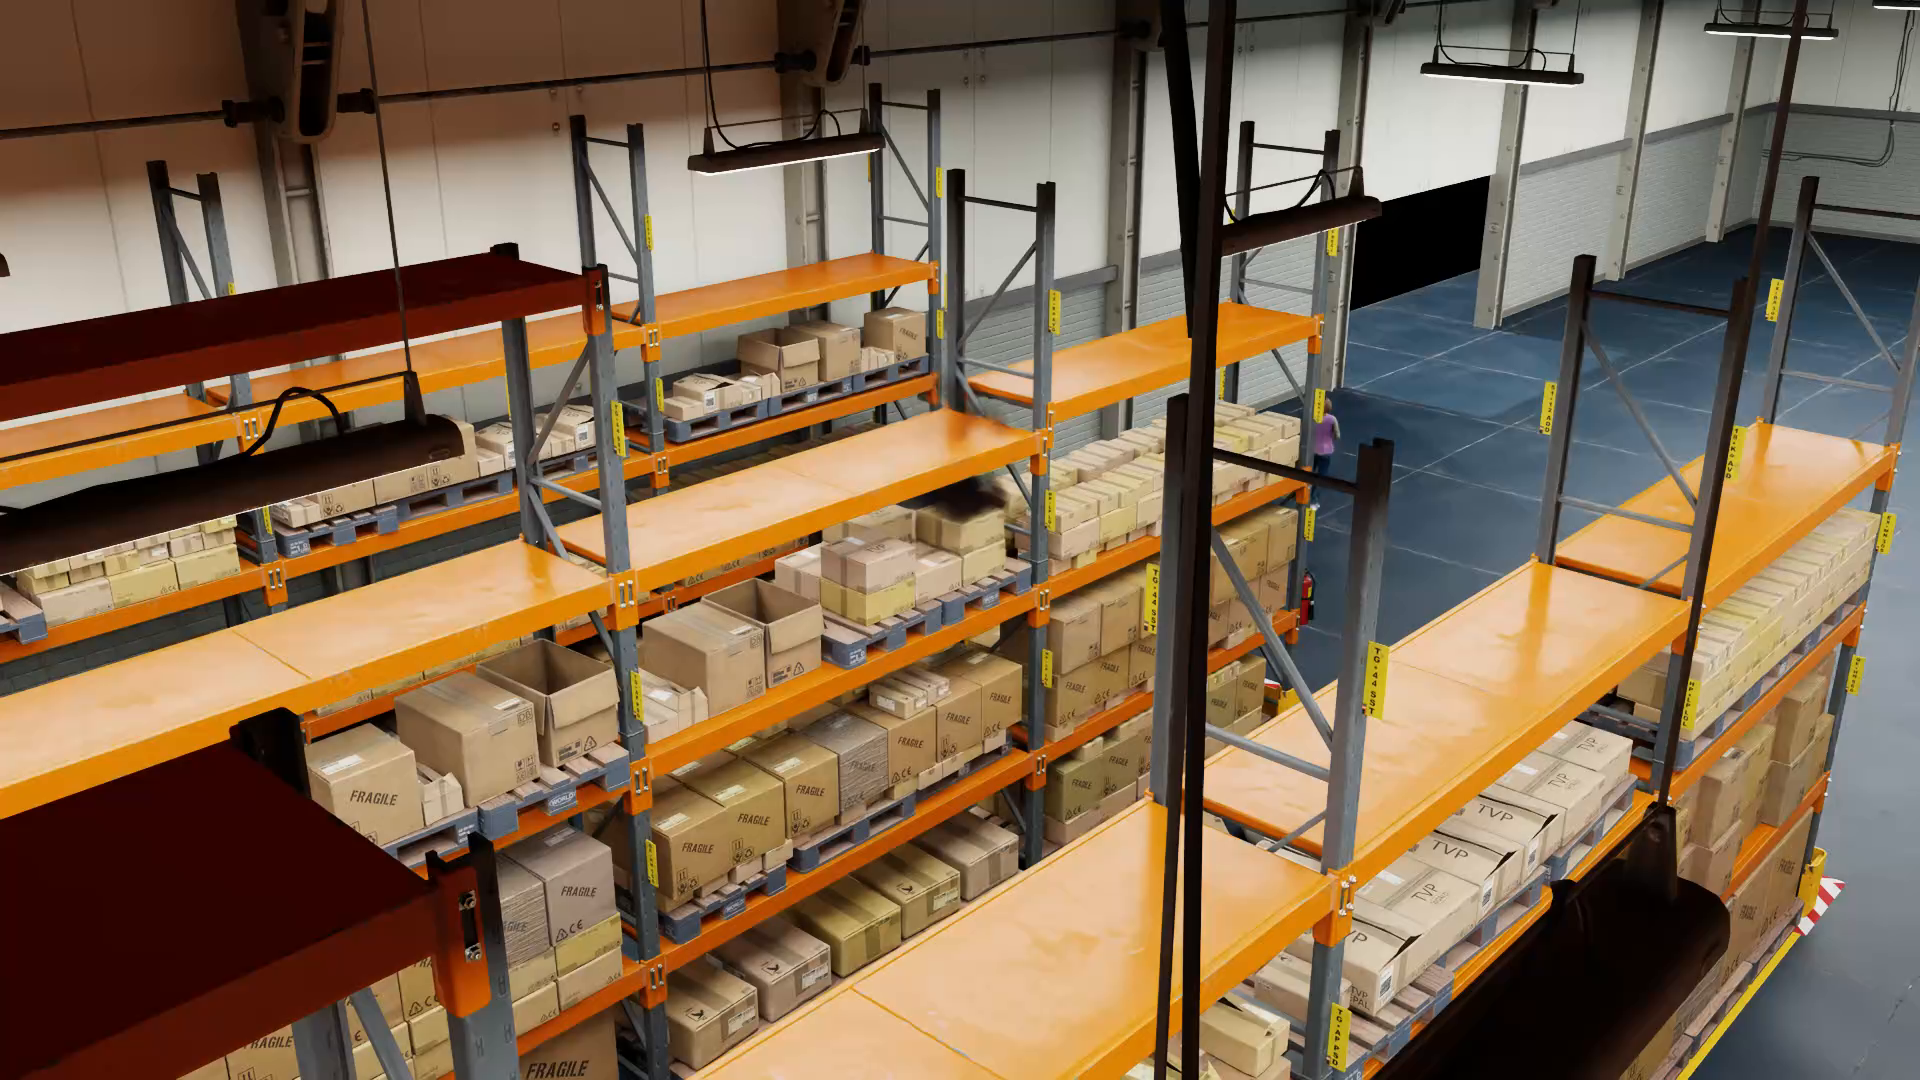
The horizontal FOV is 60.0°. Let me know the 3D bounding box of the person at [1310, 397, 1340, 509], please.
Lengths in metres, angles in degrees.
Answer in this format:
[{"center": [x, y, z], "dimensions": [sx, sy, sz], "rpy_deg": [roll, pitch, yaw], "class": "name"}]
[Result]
[{"center": [4.970, -1.222, 22.950], "dimensions": [0.510, 1.578, 0.644], "rpy_deg": [12, 24, 29], "class": "person"}]
